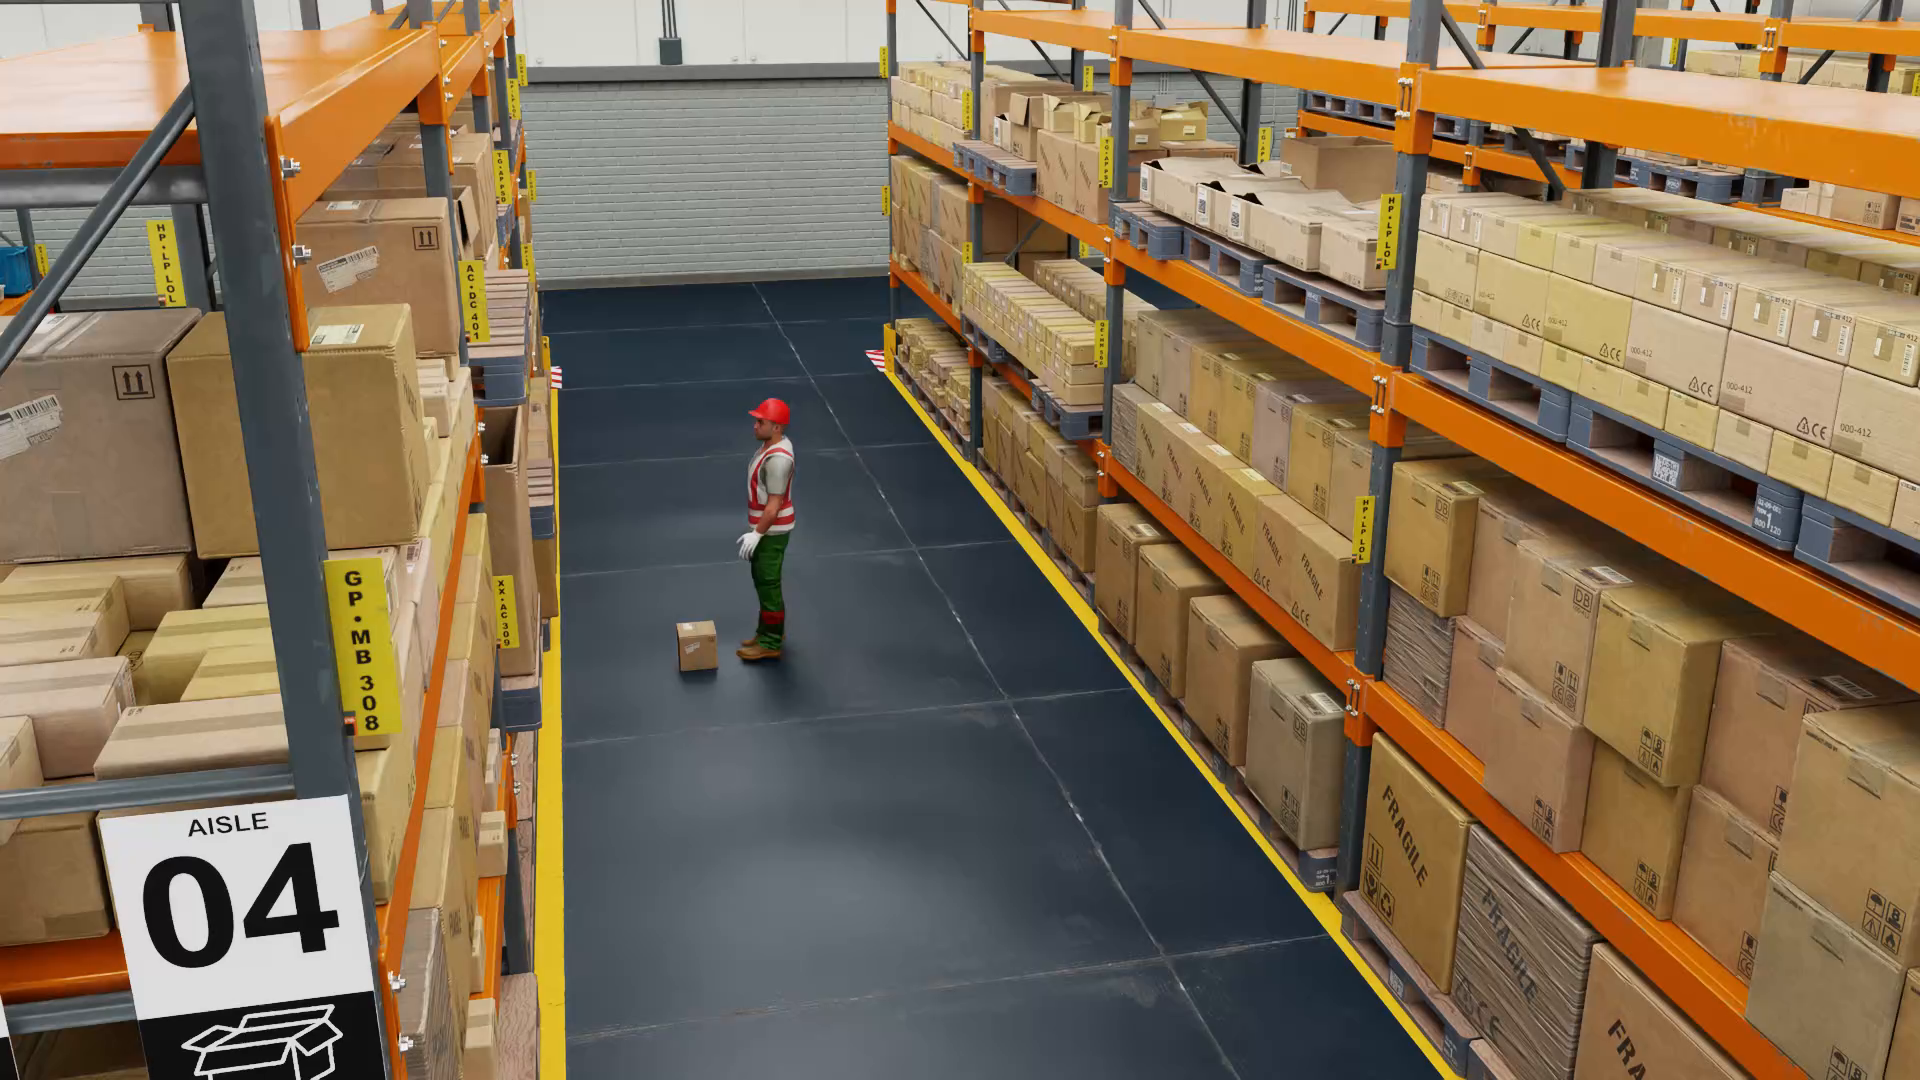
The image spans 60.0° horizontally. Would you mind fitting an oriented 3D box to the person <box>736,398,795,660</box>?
[{"bbox_3d":[-1.318,-0.055,11.166,0.442,1.843,0.591,-3,20,-8],"label":"person"}]
